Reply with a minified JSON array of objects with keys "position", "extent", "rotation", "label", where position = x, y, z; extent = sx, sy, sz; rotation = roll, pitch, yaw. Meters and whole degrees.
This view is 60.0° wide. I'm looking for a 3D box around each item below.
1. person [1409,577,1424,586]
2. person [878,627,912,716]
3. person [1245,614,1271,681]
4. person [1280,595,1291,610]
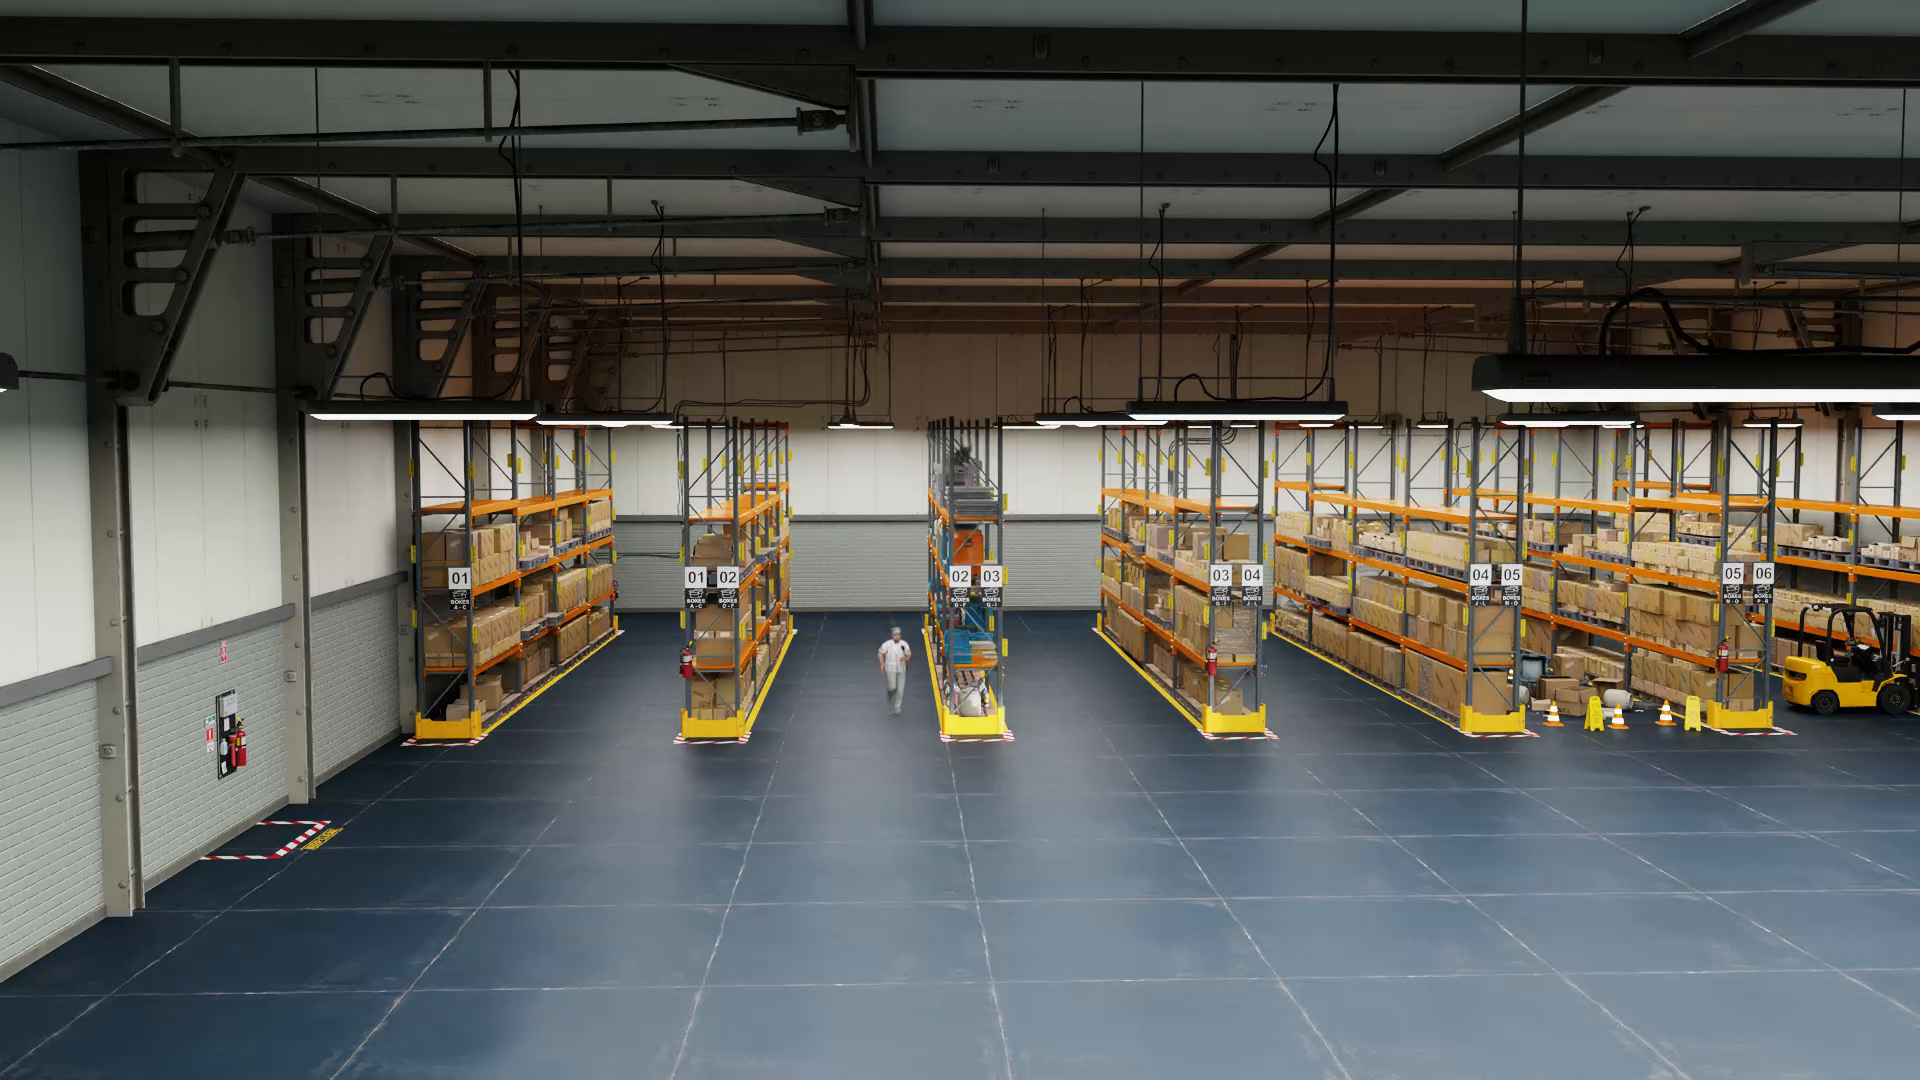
[{"position":[13.485,1.660,49.354],"extent":[0.820,1.735,0.621],"rotation":[0,4,-2],"label":"person"},{"position":[-1.288,2.655,33.576],"extent":[0.636,1.801,0.693],"rotation":[-1,4,-13],"label":"person"},{"position":[6.861,2.467,38.383],"extent":[0.638,1.606,0.955],"rotation":[-1,4,-11],"label":"person"},{"position":[9.618,1.631,49.093],"extent":[0.713,1.830,0.634],"rotation":[-2,4,-29],"label":"person"}]
